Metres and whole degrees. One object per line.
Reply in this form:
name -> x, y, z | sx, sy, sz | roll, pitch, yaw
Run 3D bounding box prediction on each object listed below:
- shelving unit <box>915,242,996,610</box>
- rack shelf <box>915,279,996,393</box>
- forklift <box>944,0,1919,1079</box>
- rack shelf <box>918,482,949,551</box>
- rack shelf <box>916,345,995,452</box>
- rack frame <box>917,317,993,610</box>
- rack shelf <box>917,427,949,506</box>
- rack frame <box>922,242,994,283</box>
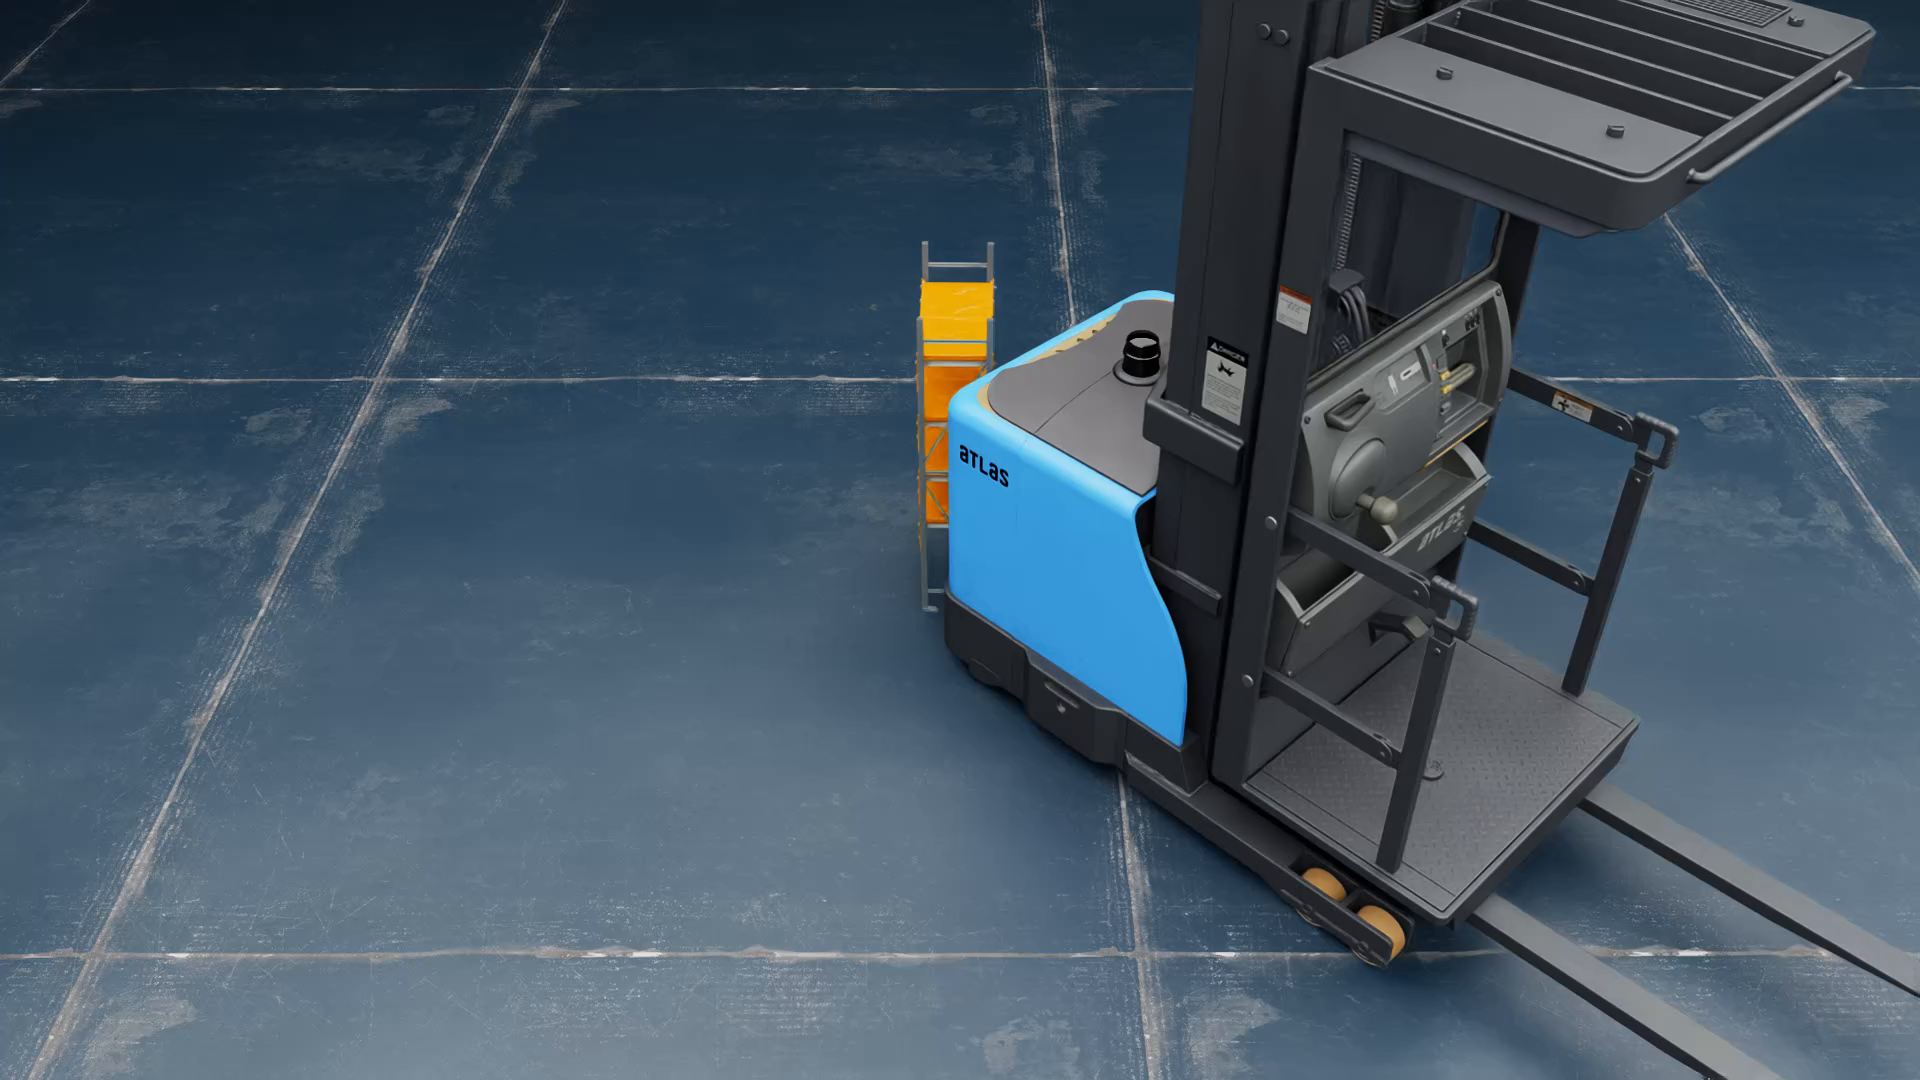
shelving unit -> -0.012, -0.375, 5.758 | 0.258, 1.200, 0.503 | 1, 39, 1
rack shelf -> -0.012, -0.681, 5.512 | 0.258, 0.148, 0.480 | 1, 39, 1
forklift -> 1.338, -0.303, 4.284 | 1.130, 2.935, 3.031 | -32, 48, -33
rack shelf -> -0.012, -0.167, 5.924 | 0.258, 0.148, 0.480 | 1, 39, 1
rack shelf -> -0.012, -0.497, 5.660 | 0.258, 0.148, 0.480 | 1, 39, 1
rack frame -> -0.016, -0.222, 5.568 | 0.240, 1.200, 0.015 | 1, 39, 1
rack shelf -> -0.012, -0.322, 5.800 | 0.258, 0.148, 0.480 | 1, 39, 1
rack frame -> -0.008, -0.527, 5.949 | 0.240, 1.200, 0.015 | 1, 39, 1
